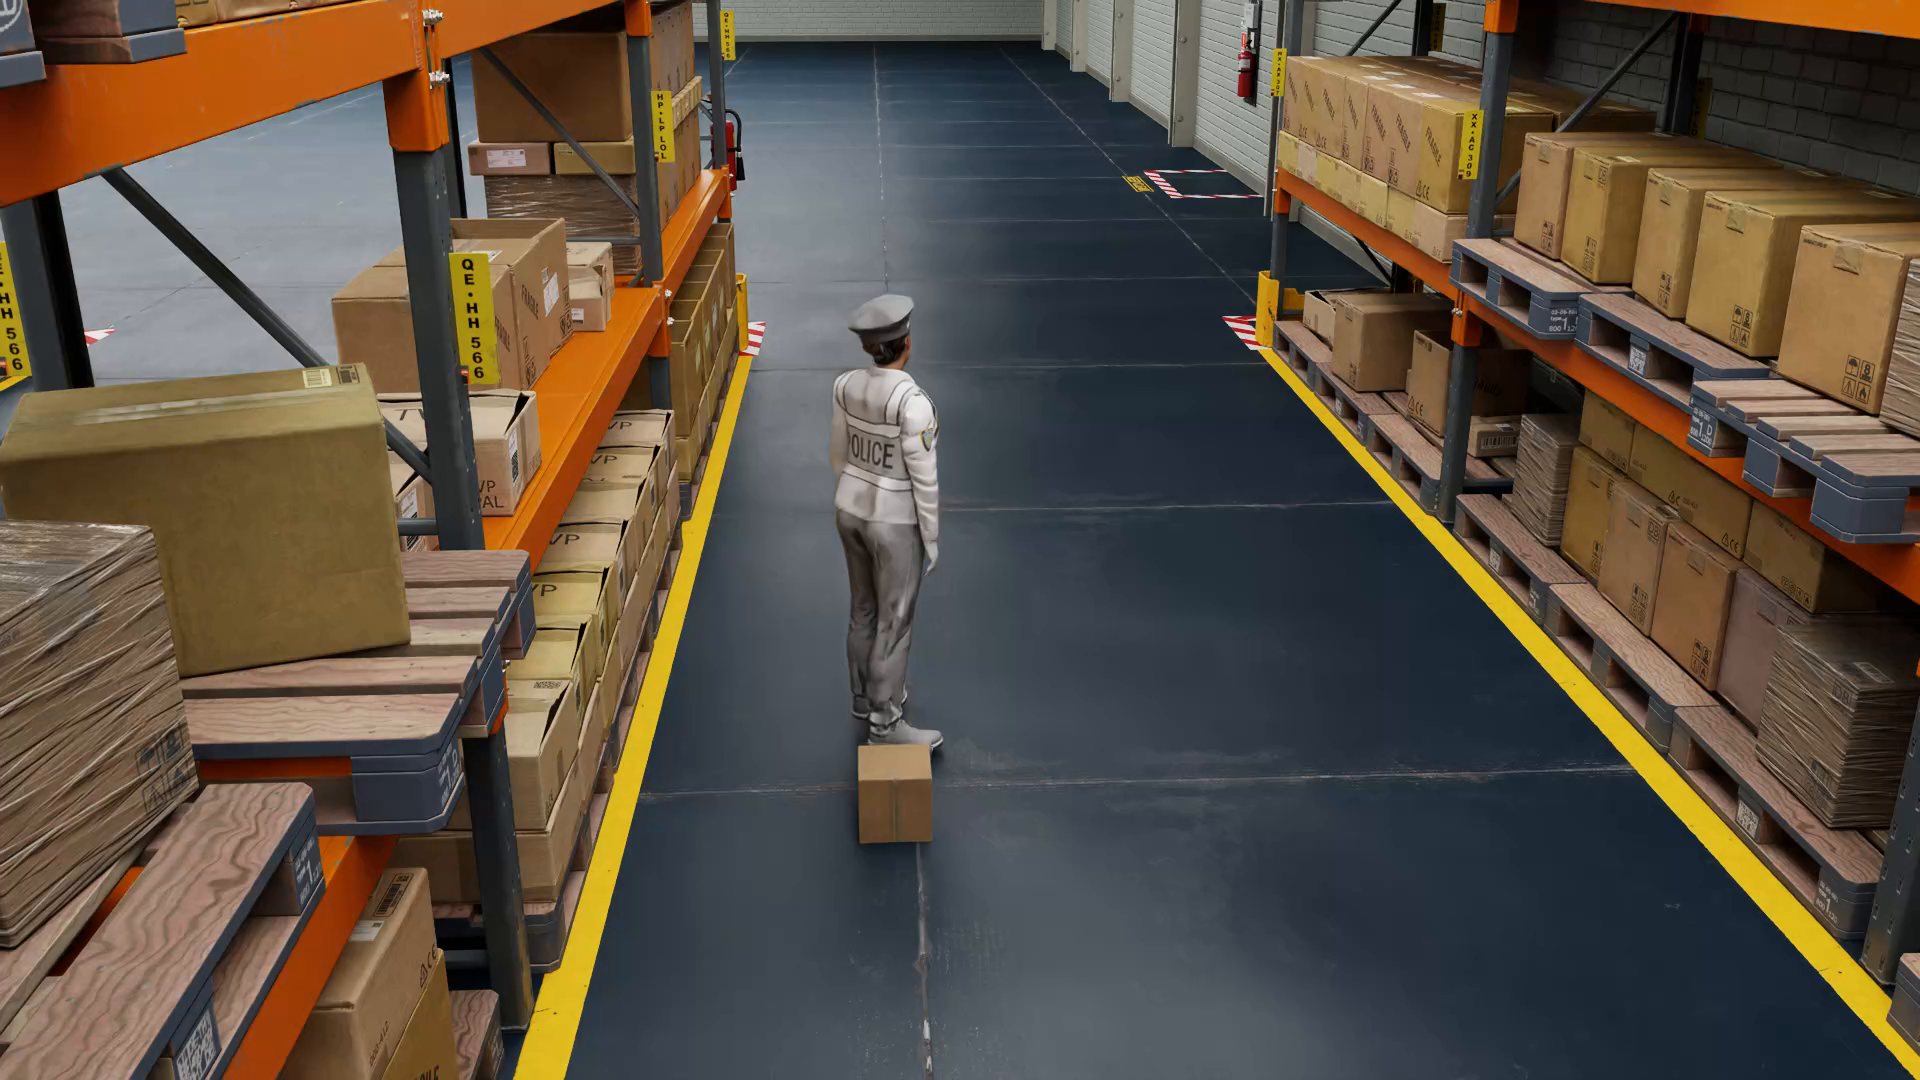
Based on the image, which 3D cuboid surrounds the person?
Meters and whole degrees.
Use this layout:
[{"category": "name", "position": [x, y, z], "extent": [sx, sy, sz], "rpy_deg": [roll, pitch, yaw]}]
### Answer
[{"category": "person", "position": [-0.264, -0.059, 6.150], "extent": [0.405, 1.677, 0.528], "rpy_deg": [-19, 27, -40]}]
